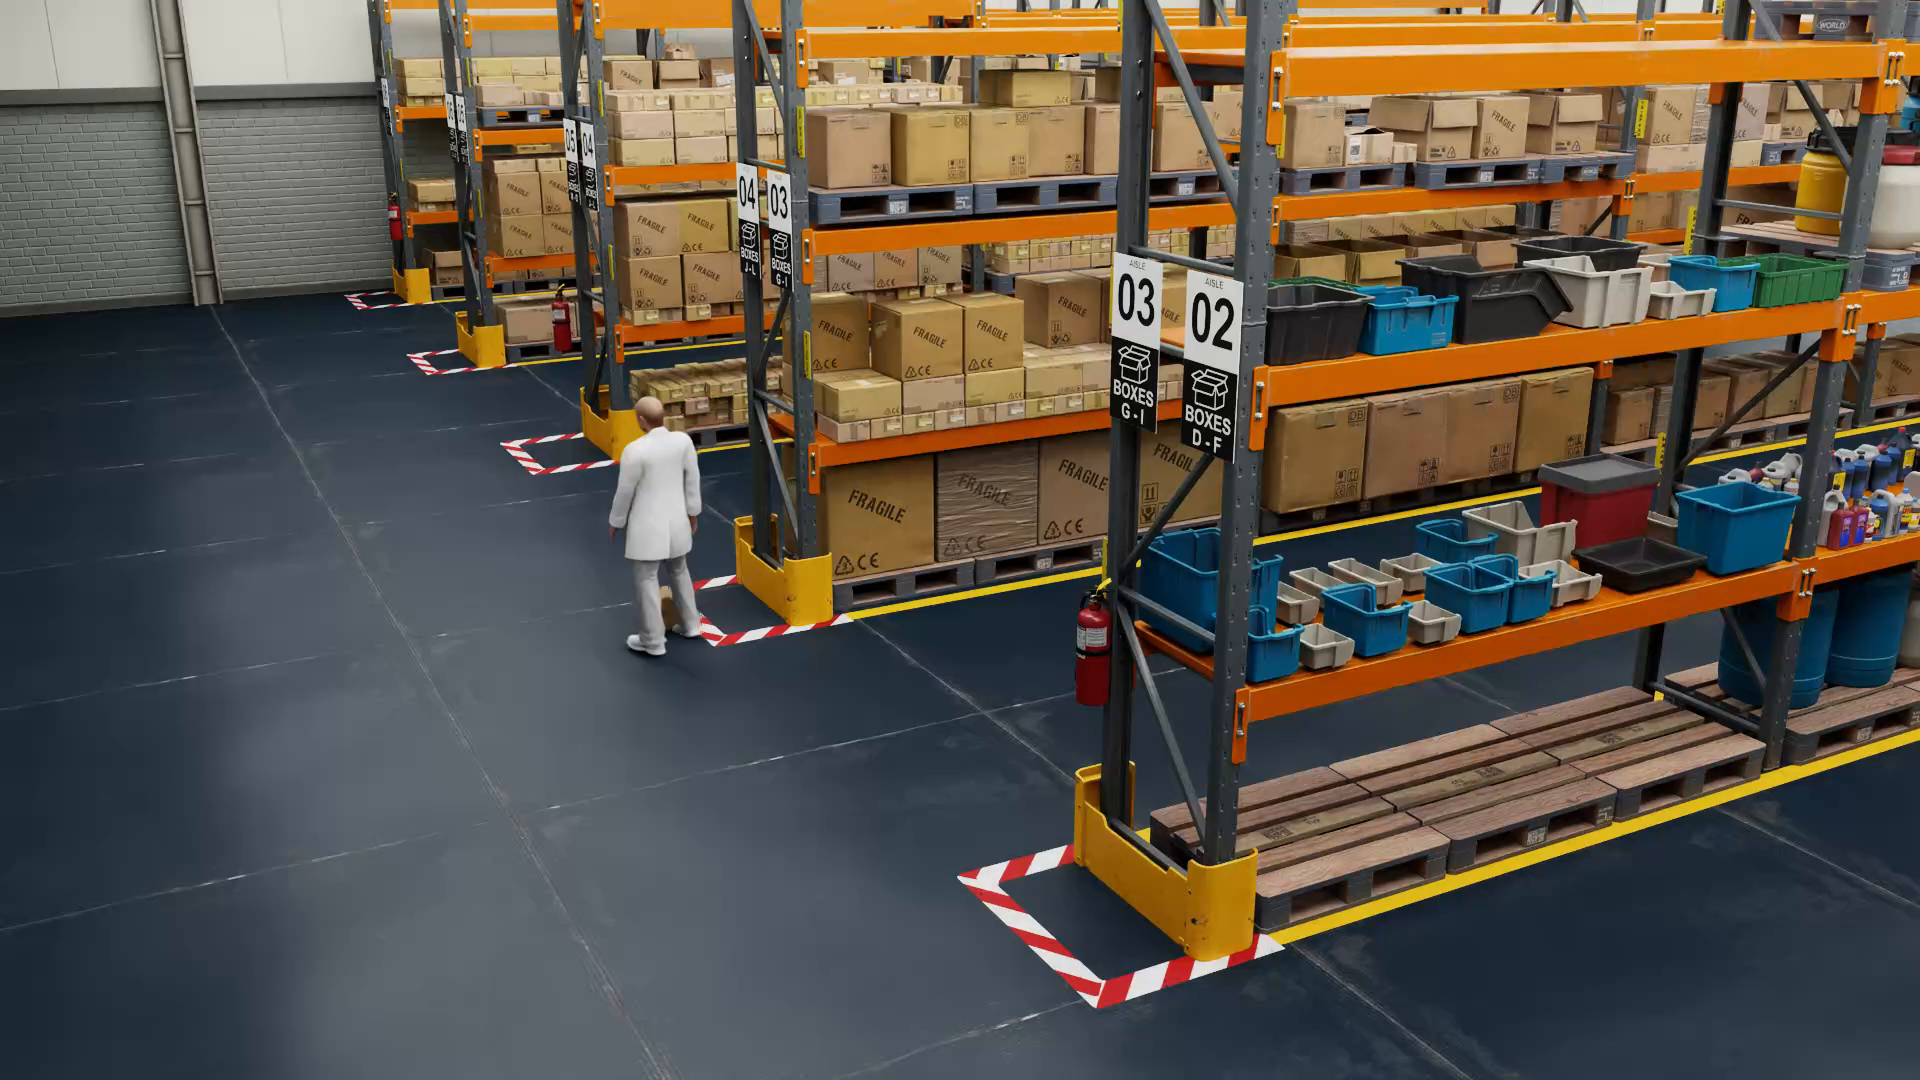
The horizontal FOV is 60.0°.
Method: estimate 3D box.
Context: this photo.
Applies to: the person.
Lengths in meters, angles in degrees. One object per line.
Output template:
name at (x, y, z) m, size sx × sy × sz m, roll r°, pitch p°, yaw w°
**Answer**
person at (-2.070, -0.105, 11.430) m, size 0.652 × 1.815 × 0.480 m, roll -16°, pitch 24°, yaw -40°
